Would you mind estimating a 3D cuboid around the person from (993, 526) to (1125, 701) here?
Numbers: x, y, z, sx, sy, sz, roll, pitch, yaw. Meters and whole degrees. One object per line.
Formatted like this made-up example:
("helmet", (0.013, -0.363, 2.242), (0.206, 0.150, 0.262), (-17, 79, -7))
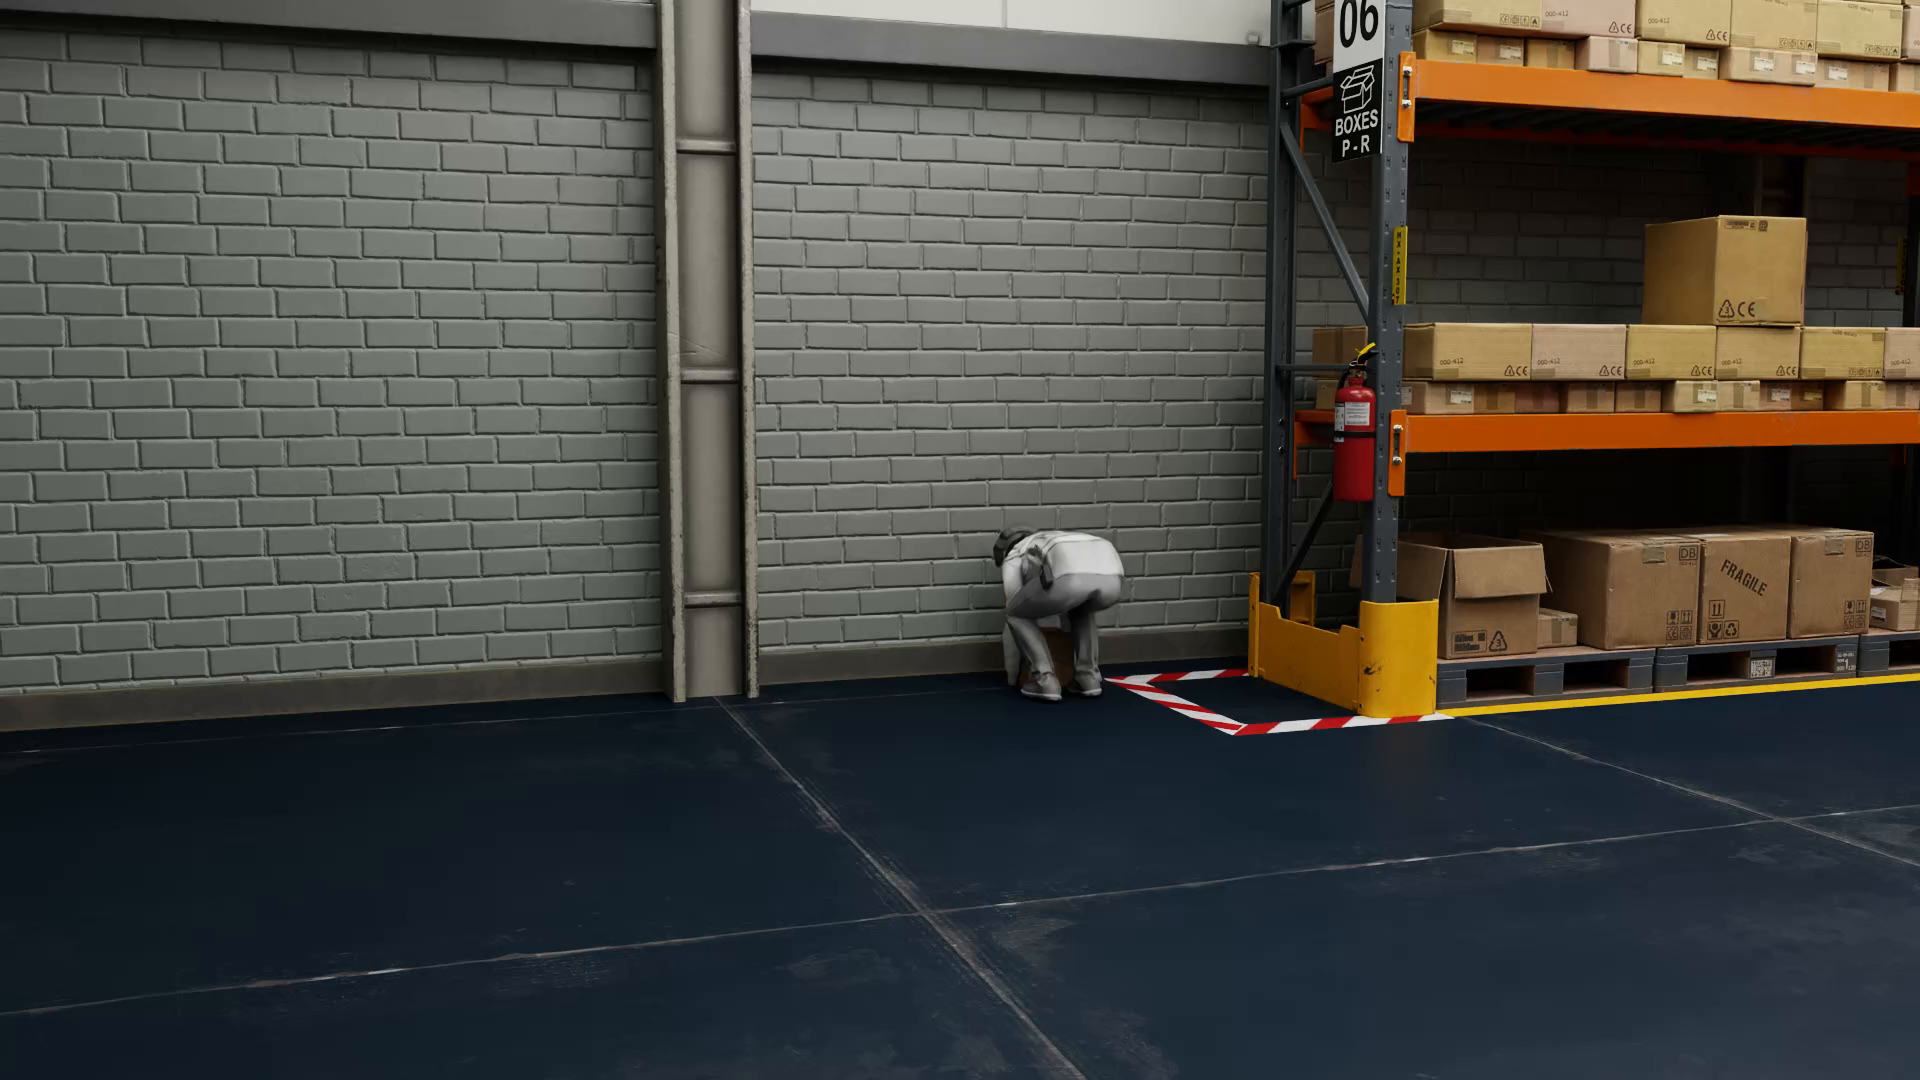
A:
("person", (0.429, 0.339, 7.763), (0.455, 0.778, 0.913), (-2, 6, -20))
